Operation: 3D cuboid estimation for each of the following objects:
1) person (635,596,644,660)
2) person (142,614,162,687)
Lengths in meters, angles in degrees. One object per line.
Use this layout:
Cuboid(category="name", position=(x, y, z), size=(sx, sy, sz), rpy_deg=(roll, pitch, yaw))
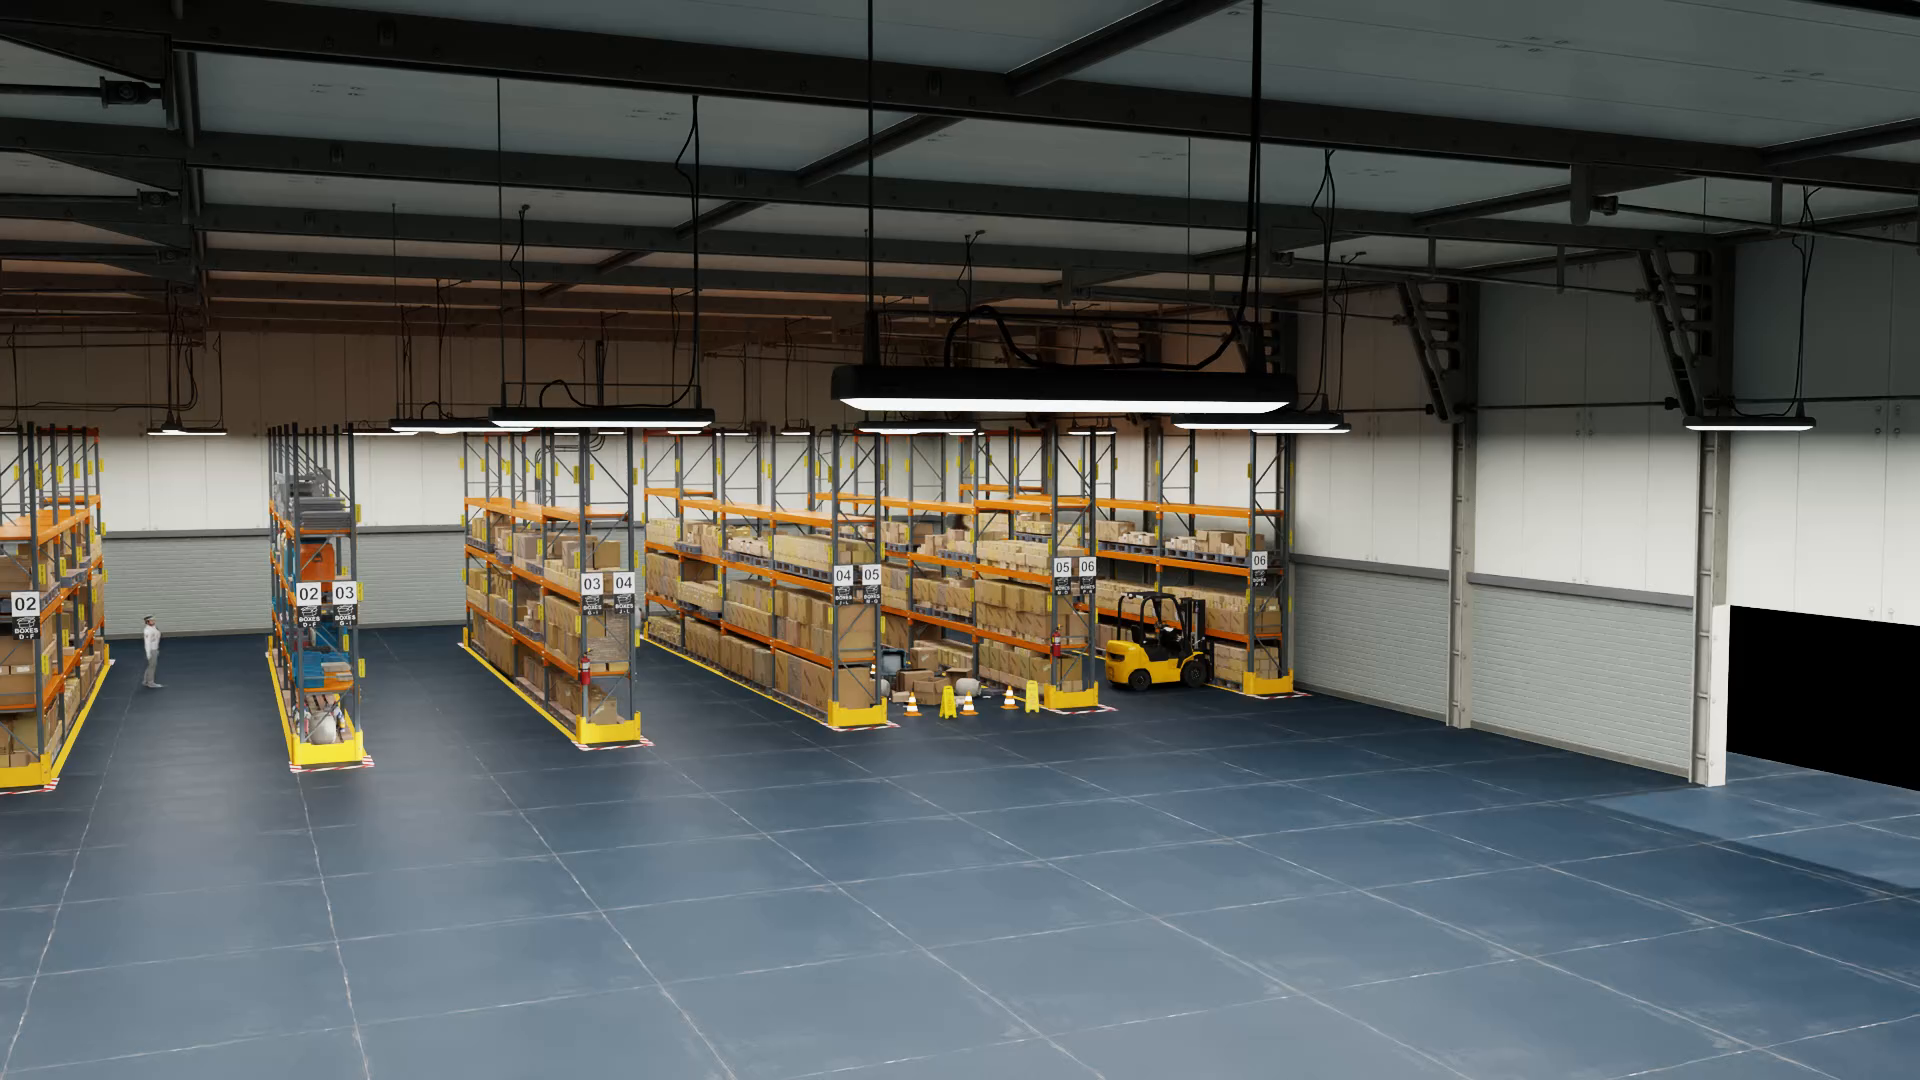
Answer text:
Cuboid(category="person", position=(-8.473, 2.245, 43.055), size=(0.655, 1.620, 1.007), rpy_deg=(-1, 4, -23))
Cuboid(category="person", position=(-18.529, 2.548, 38.135), size=(0.445, 1.710, 0.500), rpy_deg=(-2, 4, -27))
